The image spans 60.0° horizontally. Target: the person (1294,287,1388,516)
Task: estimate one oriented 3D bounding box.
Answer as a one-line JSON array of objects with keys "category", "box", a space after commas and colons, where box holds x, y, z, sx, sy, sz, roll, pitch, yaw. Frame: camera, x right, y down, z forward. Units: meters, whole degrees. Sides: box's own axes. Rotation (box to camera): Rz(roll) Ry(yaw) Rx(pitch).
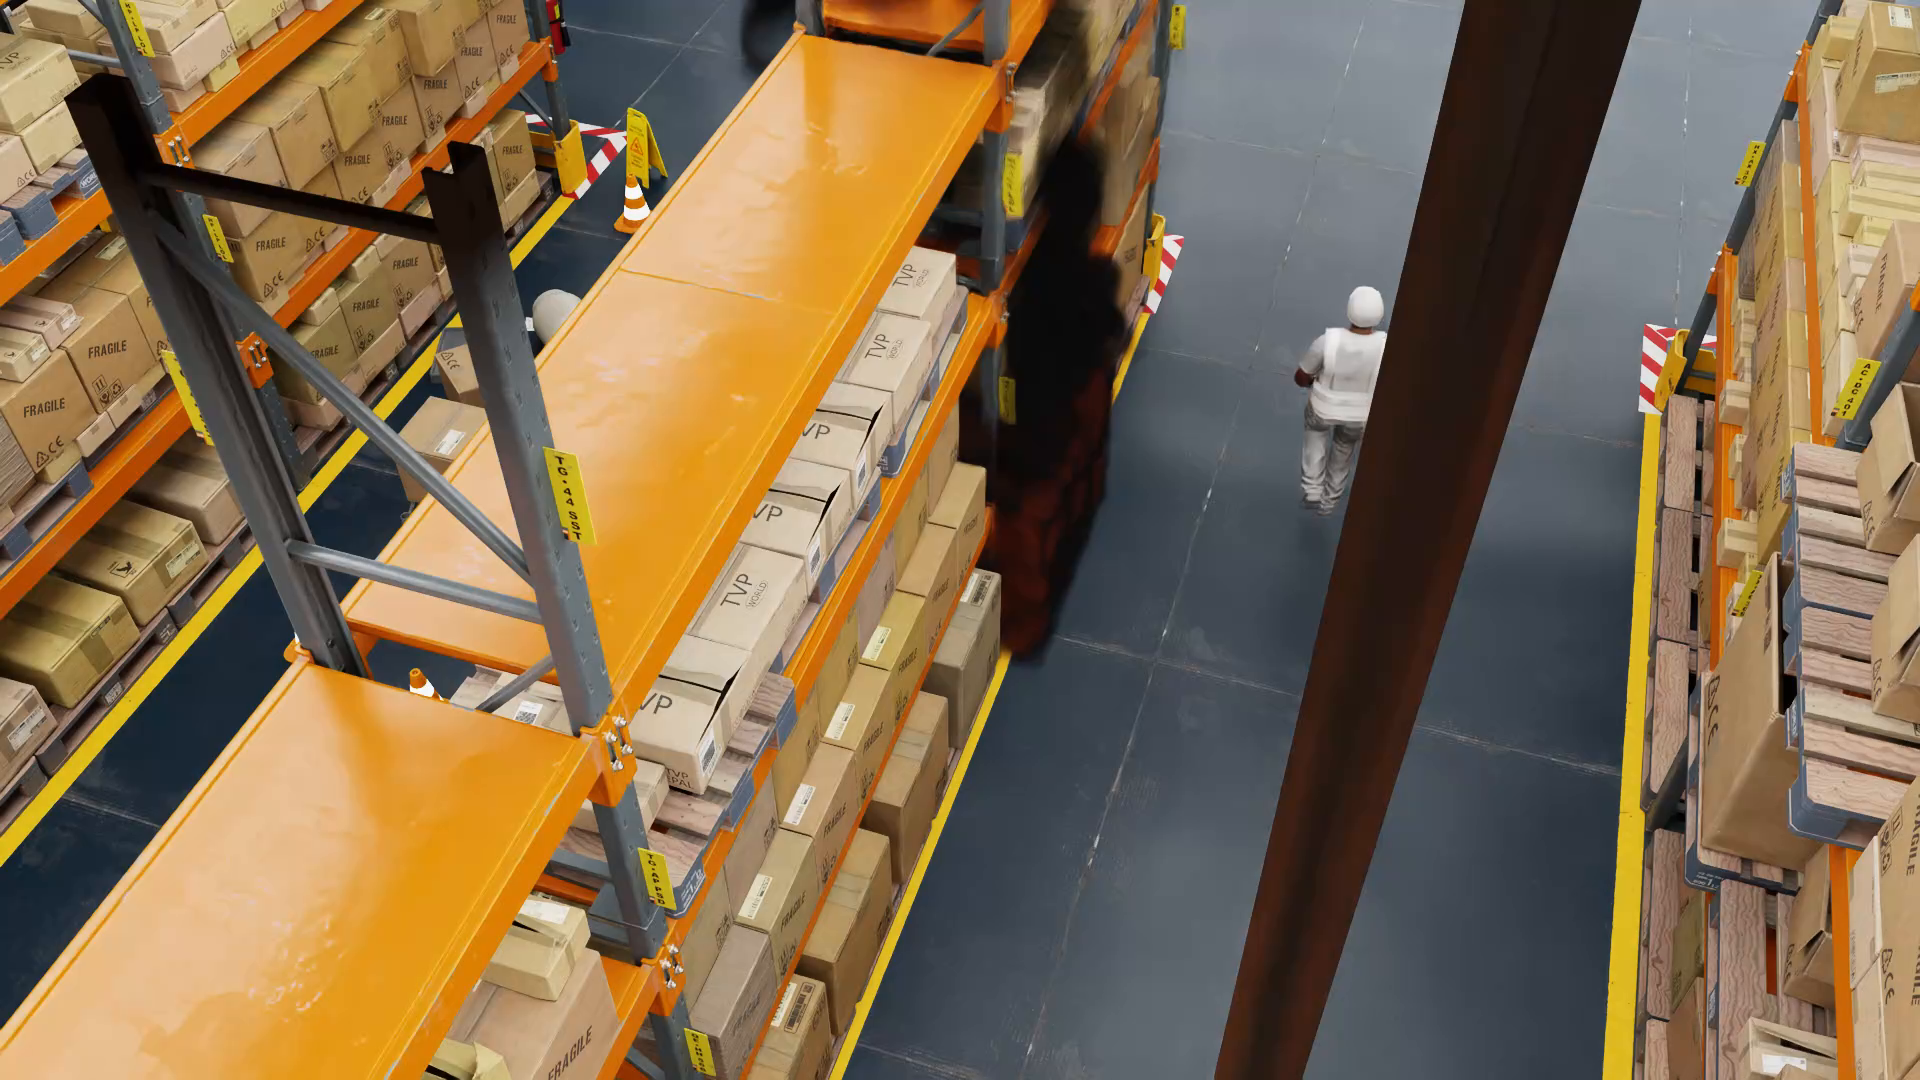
[{"category": "person", "box": [2.390, -0.899, 10.394, 0.675, 1.759, 0.543, 6, 46, 6]}]
